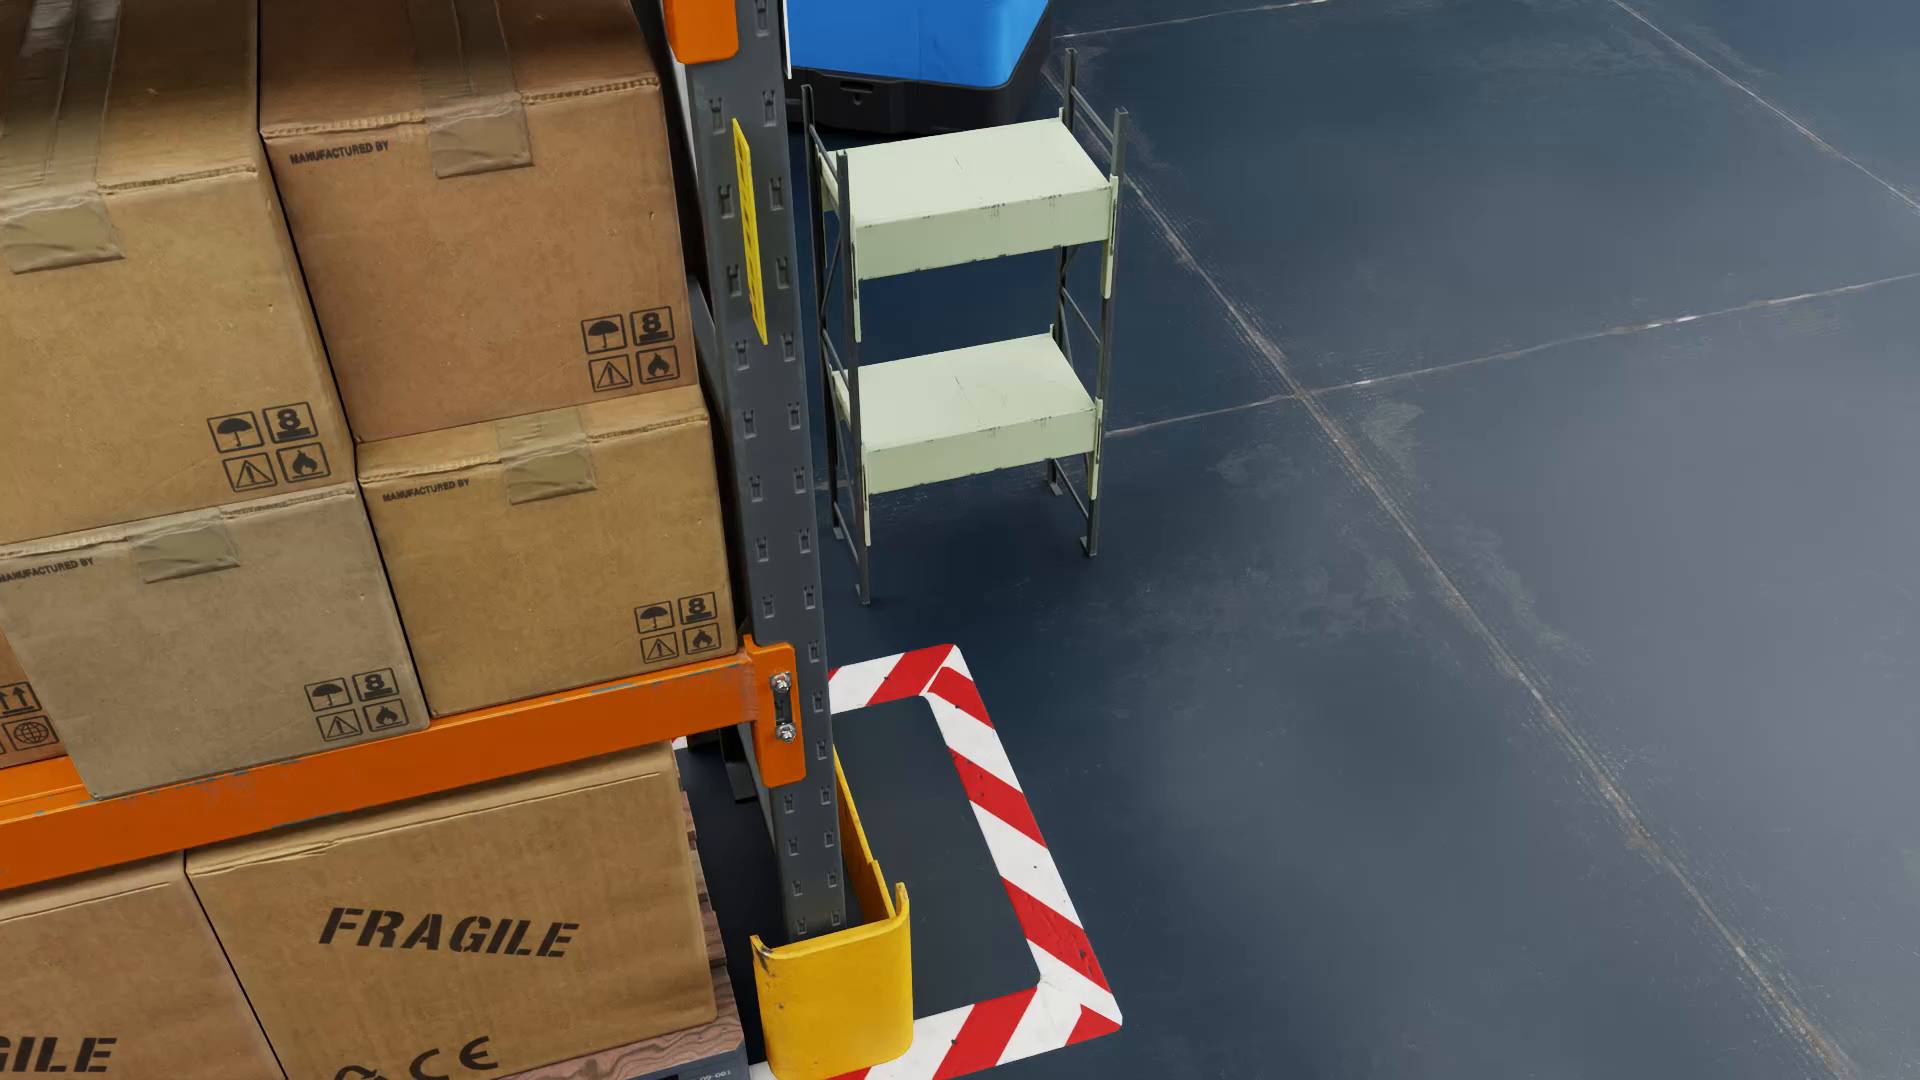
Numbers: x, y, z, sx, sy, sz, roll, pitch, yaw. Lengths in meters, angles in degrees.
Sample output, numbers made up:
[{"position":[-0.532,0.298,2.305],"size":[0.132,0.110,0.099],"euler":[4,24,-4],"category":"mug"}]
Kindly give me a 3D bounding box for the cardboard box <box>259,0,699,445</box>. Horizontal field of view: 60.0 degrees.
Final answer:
[{"position":[-0.821,-0.676,2.810],"size":[0.550,0.550,0.875],"euler":[-12,42,-13],"category":"cardboard box"}]

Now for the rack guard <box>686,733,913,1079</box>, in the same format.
[{"position":[-0.432,0.674,4.098],"size":[0.348,0.500,1.175],"euler":[-12,42,-13],"category":"rack guard"}]

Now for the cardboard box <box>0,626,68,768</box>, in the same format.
[{"position":[-1.885,-0.063,2.928],"size":[0.550,0.550,0.875],"euler":[-12,42,-13],"category":"cardboard box"}]

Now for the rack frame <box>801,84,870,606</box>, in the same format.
[{"position":[-0.343,-0.494,4.675],"size":[0.023,1.500,0.400],"euler":[-12,42,-13],"category":"rack frame"}]

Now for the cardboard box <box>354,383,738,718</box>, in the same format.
[{"position":[-0.796,-0.217,3.104],"size":[0.550,0.550,0.875],"euler":[-12,42,-13],"category":"cardboard box"}]

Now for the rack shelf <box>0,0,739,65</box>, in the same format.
[{"position":[-2.363,-0.726,2.068],"size":[4.000,0.370,1.077],"euler":[-12,42,-13],"category":"rack shelf"}]

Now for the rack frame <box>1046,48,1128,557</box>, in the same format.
[{"position":[0.355,-0.638,4.841],"size":[0.023,1.500,0.400],"euler":[-12,42,-13],"category":"rack frame"}]

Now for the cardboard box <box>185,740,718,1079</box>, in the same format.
[{"position":[-1.082,0.555,3.630],"size":[0.875,0.875,0.875],"euler":[-11,42,-13],"category":"cardboard box"}]

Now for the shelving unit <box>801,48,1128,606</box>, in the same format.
[{"position":[0.006,-0.566,4.758],"size":[0.755,1.500,0.431],"euler":[-12,42,-13],"category":"shelving unit"}]

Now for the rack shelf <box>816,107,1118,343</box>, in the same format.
[{"position":[0.006,-0.860,4.501],"size":[0.720,0.370,0.431],"euler":[-12,42,-13],"category":"rack shelf"}]

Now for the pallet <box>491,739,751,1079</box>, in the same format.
[{"position":[-1.194,0.995,3.951],"size":[1.213,0.211,1.003],"euler":[-12,42,-13],"category":"pallet"}]

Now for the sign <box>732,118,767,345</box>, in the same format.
[{"position":[-0.305,-0.444,2.419],"size":[0.005,0.325,0.100],"euler":[-12,42,-13],"category":"sign"}]

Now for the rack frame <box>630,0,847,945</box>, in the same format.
[{"position":[-0.455,-0.262,3.270],"size":[0.127,3.000,1.000],"euler":[-12,42,-13],"category":"rack frame"}]

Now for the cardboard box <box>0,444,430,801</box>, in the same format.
[{"position":[-1.314,-0.095,2.964],"size":[0.550,0.550,0.875],"euler":[-12,42,-13],"category":"cardboard box"}]

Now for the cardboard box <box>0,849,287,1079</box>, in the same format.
[{"position":[-1.921,0.730,3.430],"size":[0.875,0.875,0.875],"euler":[-12,43,-14],"category":"cardboard box"}]

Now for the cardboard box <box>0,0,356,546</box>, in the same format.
[{"position":[-1.318,-0.510,2.619],"size":[0.550,0.550,0.875],"euler":[-12,42,-13],"category":"cardboard box"}]

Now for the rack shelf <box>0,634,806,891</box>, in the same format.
[{"position":[-2.363,0.404,3.055],"size":[4.000,0.370,1.077],"euler":[-12,42,-13],"category":"rack shelf"}]

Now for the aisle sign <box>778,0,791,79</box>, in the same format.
[{"position":[-0.297,-1.067,2.216],"size":[0.004,0.787,0.394],"euler":[-12,42,-13],"category":"aisle sign"}]

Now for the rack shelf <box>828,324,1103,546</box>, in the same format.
[{"position":[0.006,-0.321,4.973],"size":[0.720,0.370,0.431],"euler":[-12,42,-13],"category":"rack shelf"}]

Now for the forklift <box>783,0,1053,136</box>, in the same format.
[{"position":[-1.150,-3.313,6.814],"size":[3.031,2.935,1.130],"euler":[10,42,11],"category":"forklift"}]
